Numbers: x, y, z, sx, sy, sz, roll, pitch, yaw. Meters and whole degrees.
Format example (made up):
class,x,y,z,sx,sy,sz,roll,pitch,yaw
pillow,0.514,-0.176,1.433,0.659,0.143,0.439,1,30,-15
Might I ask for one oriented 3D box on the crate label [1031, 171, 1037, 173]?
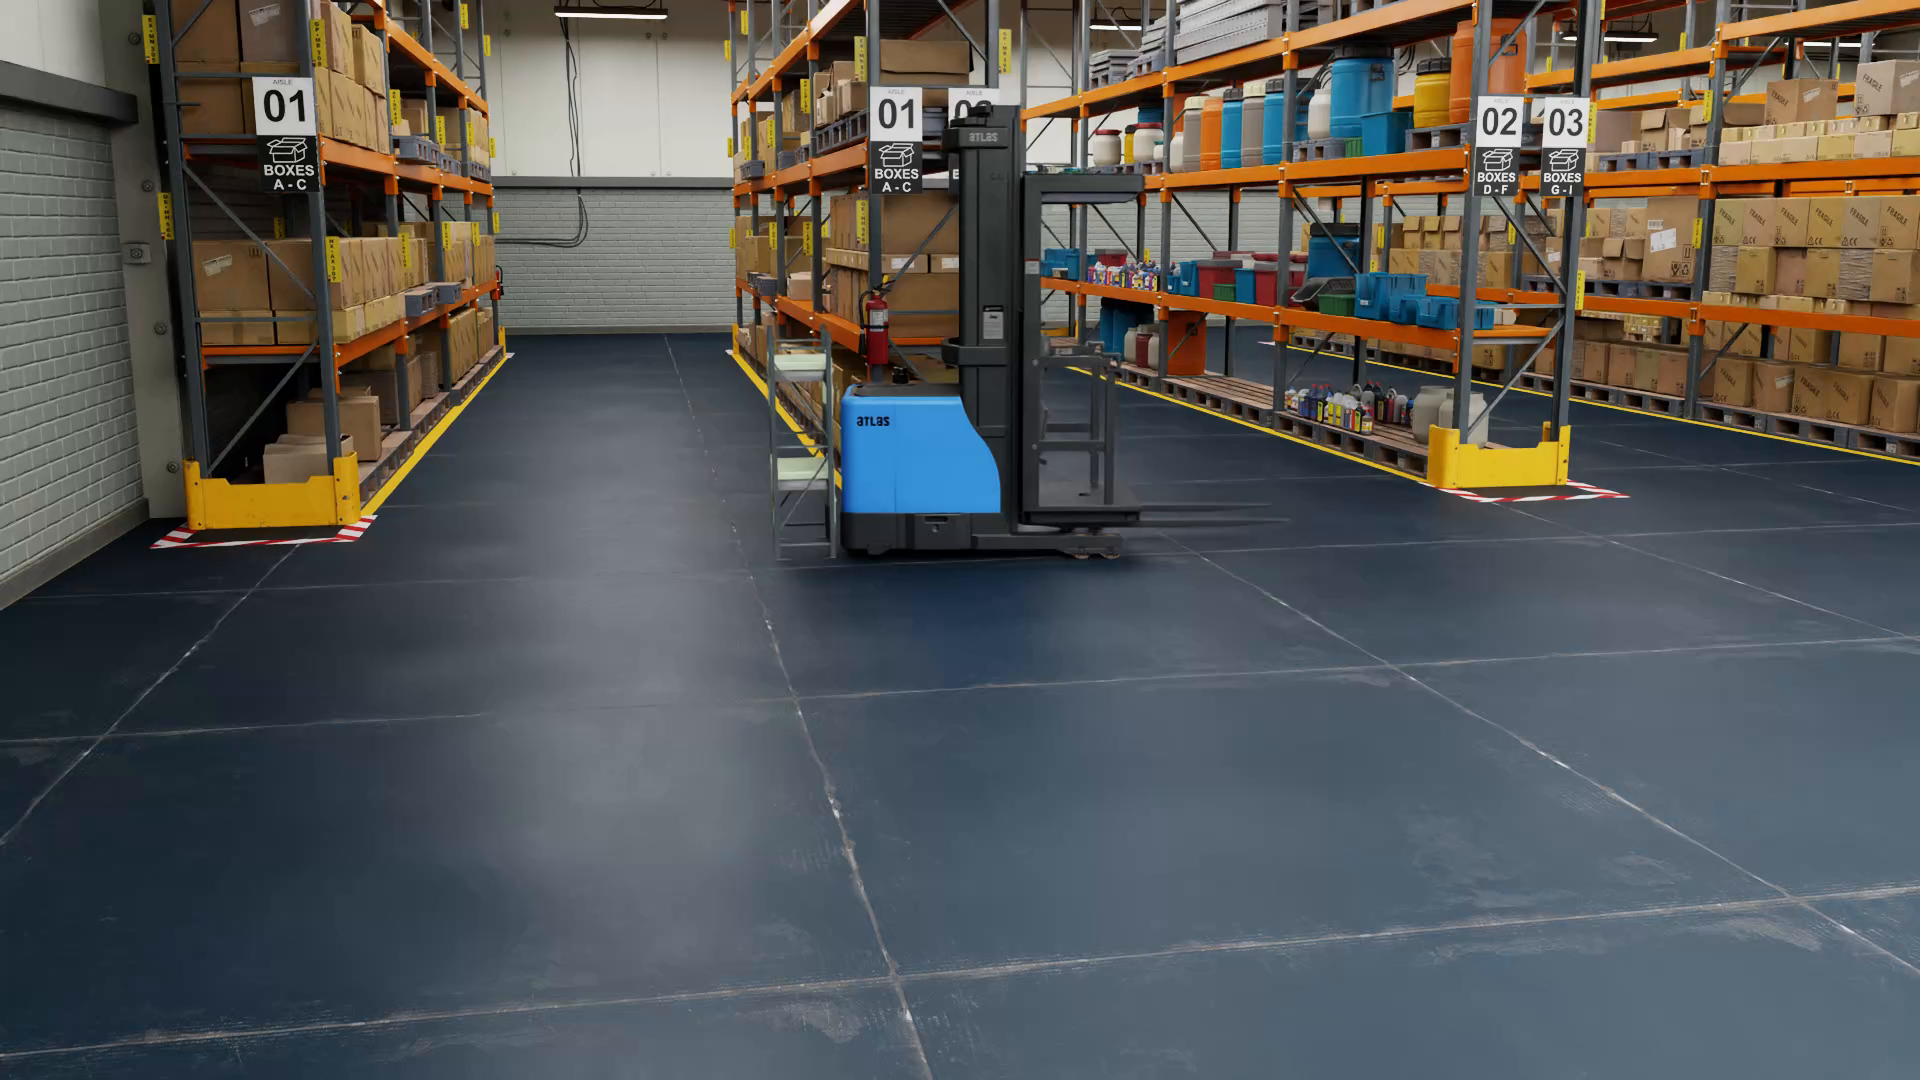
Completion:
class,x,y,z,sx,sy,sz,roll,pitch,yaw
crate label,1.404,-6.098,28.090,0.408,0.251,0.502,-2,11,-11

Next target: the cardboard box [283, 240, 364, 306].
class,x,y,z,sx,sy,sz,roll,pitch,yaw
cardboard box,-4.948,-2.078,12.934,0.500,0.500,0.500,-2,11,-11

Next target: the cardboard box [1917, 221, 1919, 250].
class,x,y,z,sx,sy,sz,roll,pitch,yaw
cardboard box,9.163,-2.903,15.188,0.500,0.500,0.500,-2,11,-11

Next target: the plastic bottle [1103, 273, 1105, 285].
class,x,y,z,sx,sy,sz,roll,pitch,yaw
plastic bottle,2.141,-3.824,24.295,0.097,0.201,0.097,0,11,0

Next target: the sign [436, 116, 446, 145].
class,x,y,z,sx,sy,sz,roll,pitch,yaw
sign,-6.087,-4.798,19.479,0.100,0.325,0.005,-2,11,-11

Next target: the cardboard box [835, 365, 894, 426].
class,x,y,z,sx,sy,sz,roll,pitch,yaw
cardboard box,-0.811,-1.259,14.515,0.500,0.500,0.500,-2,11,-11

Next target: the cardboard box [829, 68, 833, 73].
class,x,y,z,sx,sy,sz,roll,pitch,yaw
cardboard box,-1.065,-4.588,17.027,0.500,0.500,0.500,-2,11,-10

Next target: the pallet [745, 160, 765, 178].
class,x,y,z,sx,sy,sz,roll,pitch,yaw
pallet,-2.277,-5.035,22.607,1.213,0.211,1.003,-2,11,-11

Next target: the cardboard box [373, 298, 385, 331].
class,x,y,z,sx,sy,sz,roll,pitch,yaw
cardboard box,-5.152,-1.902,14.017,0.500,0.250,0.500,-2,11,-10

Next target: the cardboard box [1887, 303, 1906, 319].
class,x,y,z,sx,sy,sz,roll,pitch,yaw
cardboard box,9.074,-2.182,15.811,0.380,0.149,0.250,-2,11,-11

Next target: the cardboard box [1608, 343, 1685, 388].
class,x,y,z,sx,sy,sz,roll,pitch,yaw
cardboard box,8.452,-2.150,20.481,0.700,0.500,0.500,-3,11,-16

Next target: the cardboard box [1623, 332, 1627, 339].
class,x,y,z,sx,sy,sz,roll,pitch,yaw
cardboard box,11.637,-3.502,28.575,0.380,0.149,0.250,-2,11,-12

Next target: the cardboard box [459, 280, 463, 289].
class,x,y,z,sx,sy,sz,roll,pitch,yaw
cardboard box,-6.885,-3.432,22.322,0.380,0.149,0.250,-2,11,-11

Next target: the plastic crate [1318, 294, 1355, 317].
class,x,y,z,sx,sy,sz,roll,pitch,yaw
plastic crate,3.863,-2.315,16.402,0.450,0.188,0.662,-2,11,-11

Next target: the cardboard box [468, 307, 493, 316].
class,x,y,z,sx,sy,sz,roll,pitch,yaw
cardboard box,-7.738,-3.674,26.804,0.380,0.149,0.250,-2,11,-12

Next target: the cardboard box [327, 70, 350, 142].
class,x,y,z,sx,sy,sz,roll,pitch,yaw
cardboard box,-4.953,-3.287,12.599,0.500,0.500,0.500,-1,11,-7

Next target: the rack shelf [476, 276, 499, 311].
class,x,y,z,sx,sy,sz,roll,pitch,yaw
rack shelf,-7.787,-3.798,25.555,1.077,0.370,4.000,-2,11,-11

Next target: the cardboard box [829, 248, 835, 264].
class,x,y,z,sx,sy,sz,roll,pitch,yaw
cardboard box,-1.072,-2.764,16.194,0.380,0.149,0.250,-2,11,-10

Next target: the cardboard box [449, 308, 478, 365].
class,x,y,z,sx,sy,sz,roll,pitch,yaw
cardboard box,-7.144,-2.821,23.120,0.750,0.750,0.750,-2,11,-10

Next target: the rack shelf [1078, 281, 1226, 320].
class,x,y,z,sx,sy,sz,roll,pitch,yaw
rack shelf,2.709,-3.425,23.593,1.077,0.370,4.000,-2,11,-11

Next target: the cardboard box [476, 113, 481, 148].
class,x,y,z,sx,sy,sz,roll,pitch,yaw
cardboard box,-7.469,-6.134,24.885,0.500,0.500,0.500,-2,11,-11

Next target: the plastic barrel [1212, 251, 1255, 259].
class,x,y,z,sx,sy,sz,roll,pitch,yaw
plastic barrel,3.485,-3.404,21.197,0.600,0.536,0.708,-2,11,-11

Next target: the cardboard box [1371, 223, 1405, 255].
class,x,y,z,sx,sy,sz,roll,pitch,yaw
cardboard box,6.827,-4.841,26.707,0.500,0.500,0.500,-2,11,-9

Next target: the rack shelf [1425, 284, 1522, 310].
class,x,y,z,sx,sy,sz,roll,pitch,yaw
rack shelf,7.567,-3.605,24.539,1.077,0.370,4.000,-2,11,-11

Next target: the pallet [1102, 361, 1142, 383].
class,x,y,z,sx,sy,sz,roll,pitch,yaw
pallet,2.670,-2.408,23.784,1.003,0.211,1.213,-2,11,-11

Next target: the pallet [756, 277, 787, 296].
class,x,y,z,sx,sy,sz,roll,pitch,yaw
pallet,-1.962,-3.260,21.313,1.213,0.211,1.003,-2,11,-11

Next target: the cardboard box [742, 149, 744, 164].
class,x,y,z,sx,sy,sz,roll,pitch,yaw
cardboard box,-3.089,-5.874,25.578,0.500,0.250,0.500,-2,11,-11

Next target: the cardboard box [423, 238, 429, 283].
class,x,y,z,sx,sy,sz,roll,pitch,yaw
cardboard box,-6.519,-3.231,19.204,0.700,0.500,0.500,-3,11,-18

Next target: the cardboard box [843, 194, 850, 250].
class,x,y,z,sx,sy,sz,roll,pitch,yaw
cardboard box,-0.695,-2.919,15.275,0.700,0.500,0.500,-2,11,-11

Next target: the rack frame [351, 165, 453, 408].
class,x,y,z,sx,sy,sz,roll,pitch,yaw
rack frame,-6.620,-3.051,19.706,1.000,3.000,0.127,-2,11,-11

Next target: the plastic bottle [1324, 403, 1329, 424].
class,x,y,z,sx,sy,sz,roll,pitch,yaw
plastic bottle,3.695,-1.269,16.648,0.097,0.201,0.097,0,11,0

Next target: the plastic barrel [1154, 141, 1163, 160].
class,x,y,z,sx,sy,sz,roll,pitch,yaw
plastic barrel,2.746,-5.215,22.297,0.301,0.262,0.301,0,11,0

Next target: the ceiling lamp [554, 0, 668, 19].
class,x,y,z,sx,sy,sz,roll,pitch,yaw
ceiling lamp,-6.221,-10.917,29.377,2.000,3.185,0.800,-2,11,-11

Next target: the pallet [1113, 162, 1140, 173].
class,x,y,z,sx,sy,sz,roll,pitch,yaw
pallet,2.792,-5.178,23.361,1.003,0.211,1.213,-2,11,-11

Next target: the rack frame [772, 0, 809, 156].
class,x,y,z,sx,sy,sz,roll,pitch,yaw
rack frame,-1.762,-6.179,20.095,1.000,3.000,0.127,-2,11,-11

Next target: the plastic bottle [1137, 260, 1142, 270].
class,x,y,z,sx,sy,sz,roll,pitch,yaw
plastic bottle,2.678,-3.959,24.607,0.144,0.351,0.185,-2,11,-11

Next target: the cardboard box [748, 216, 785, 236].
class,x,y,z,sx,sy,sz,roll,pitch,yaw
cardboard box,-2.892,-4.589,24.845,0.500,0.500,0.500,-2,11,-11

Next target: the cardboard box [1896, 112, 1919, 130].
class,x,y,z,sx,sy,sz,roll,pitch,yaw
cardboard box,8.984,-3.903,15.493,0.380,0.149,0.250,-2,11,-11

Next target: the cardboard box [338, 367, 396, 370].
class,x,y,z,sx,sy,sz,roll,pitch,yaw
cardboard box,-6.151,-1.533,17.238,0.700,0.500,0.500,-2,11,-12

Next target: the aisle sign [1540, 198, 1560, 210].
class,x,y,z,sx,sy,sz,roll,pitch,yaw
aisle sign,10.977,-6.500,30.874,0.394,0.787,0.004,-2,11,-11

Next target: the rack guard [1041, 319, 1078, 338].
class,x,y,z,sx,sy,sz,roll,pitch,yaw
rack guard,1.524,-3.655,29.562,1.175,0.500,0.348,-2,11,-11

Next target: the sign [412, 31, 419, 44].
class,x,y,z,sx,sy,sz,roll,pitch,yaw
sign,-8.722,-7.983,26.651,0.100,0.325,0.005,-2,11,-11

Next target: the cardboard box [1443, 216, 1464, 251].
class,x,y,z,sx,sy,sz,roll,pitch,yaw
cardboard box,7.569,-4.511,24.423,0.797,0.503,0.637,-2,11,-9

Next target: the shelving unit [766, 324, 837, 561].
class,x,y,z,sx,sy,sz,roll,pitch,yaw
shelving unit,-1.073,-0.673,11.211,0.431,1.500,0.755,-2,11,-7

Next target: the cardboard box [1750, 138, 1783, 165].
class,x,y,z,sx,sy,sz,roll,pitch,yaw
cardboard box,8.678,-4.069,17.433,0.500,0.250,0.500,-2,11,-12

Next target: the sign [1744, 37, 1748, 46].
class,x,y,z,sx,sy,sz,roll,pitch,yaw
sign,12.606,-7.992,26.698,0.100,0.325,0.005,-2,11,-11

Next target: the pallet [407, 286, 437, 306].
class,x,y,z,sx,sy,sz,roll,pitch,yaw
pallet,-6.195,-2.596,17.824,1.003,0.211,1.213,-2,11,-11

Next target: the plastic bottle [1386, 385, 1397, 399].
class,x,y,z,sx,sy,sz,roll,pitch,yaw
plastic bottle,4.384,-1.391,16.889,0.144,0.351,0.185,-2,11,-11

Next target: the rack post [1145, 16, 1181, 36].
class,x,y,z,sx,sy,sz,roll,pitch,yaw
rack post,2.850,-6.751,21.721,0.624,0.289,0.986,-2,11,-11

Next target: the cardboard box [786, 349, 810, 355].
class,x,y,z,sx,sy,sz,roll,pitch,yaw
cardboard box,-1.740,-2.067,19.264,0.500,0.311,0.500,-2,11,-13

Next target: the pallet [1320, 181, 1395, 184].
class,x,y,z,sx,sy,sz,roll,pitch,yaw
pallet,6.796,-6.129,28.091,1.003,0.211,1.213,-2,11,-11

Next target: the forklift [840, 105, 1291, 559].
class,x,y,z,sx,sy,sz,roll,pitch,yaw
forklift,0.711,-1.412,11.275,3.031,2.935,1.130,0,11,-1

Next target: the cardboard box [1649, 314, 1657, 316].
class,x,y,z,sx,sy,sz,roll,pitch,yaw
cardboard box,12.033,-3.800,28.551,0.380,0.149,0.250,-2,11,-12

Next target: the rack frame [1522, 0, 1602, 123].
class,x,y,z,sx,sy,sz,roll,pitch,yaw
rack frame,7.956,-6.539,21.984,1.000,3.000,0.127,-2,11,-11

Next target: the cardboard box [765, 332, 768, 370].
class,x,y,z,sx,sy,sz,roll,pitch,yaw
cardboard box,-2.382,-2.574,22.708,0.500,0.500,0.500,-3,11,-13

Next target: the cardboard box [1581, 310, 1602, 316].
class,x,y,z,sx,sy,sz,roll,pitch,yaw
cardboard box,11.323,-4.020,29.704,0.380,0.149,0.250,-2,11,-9
